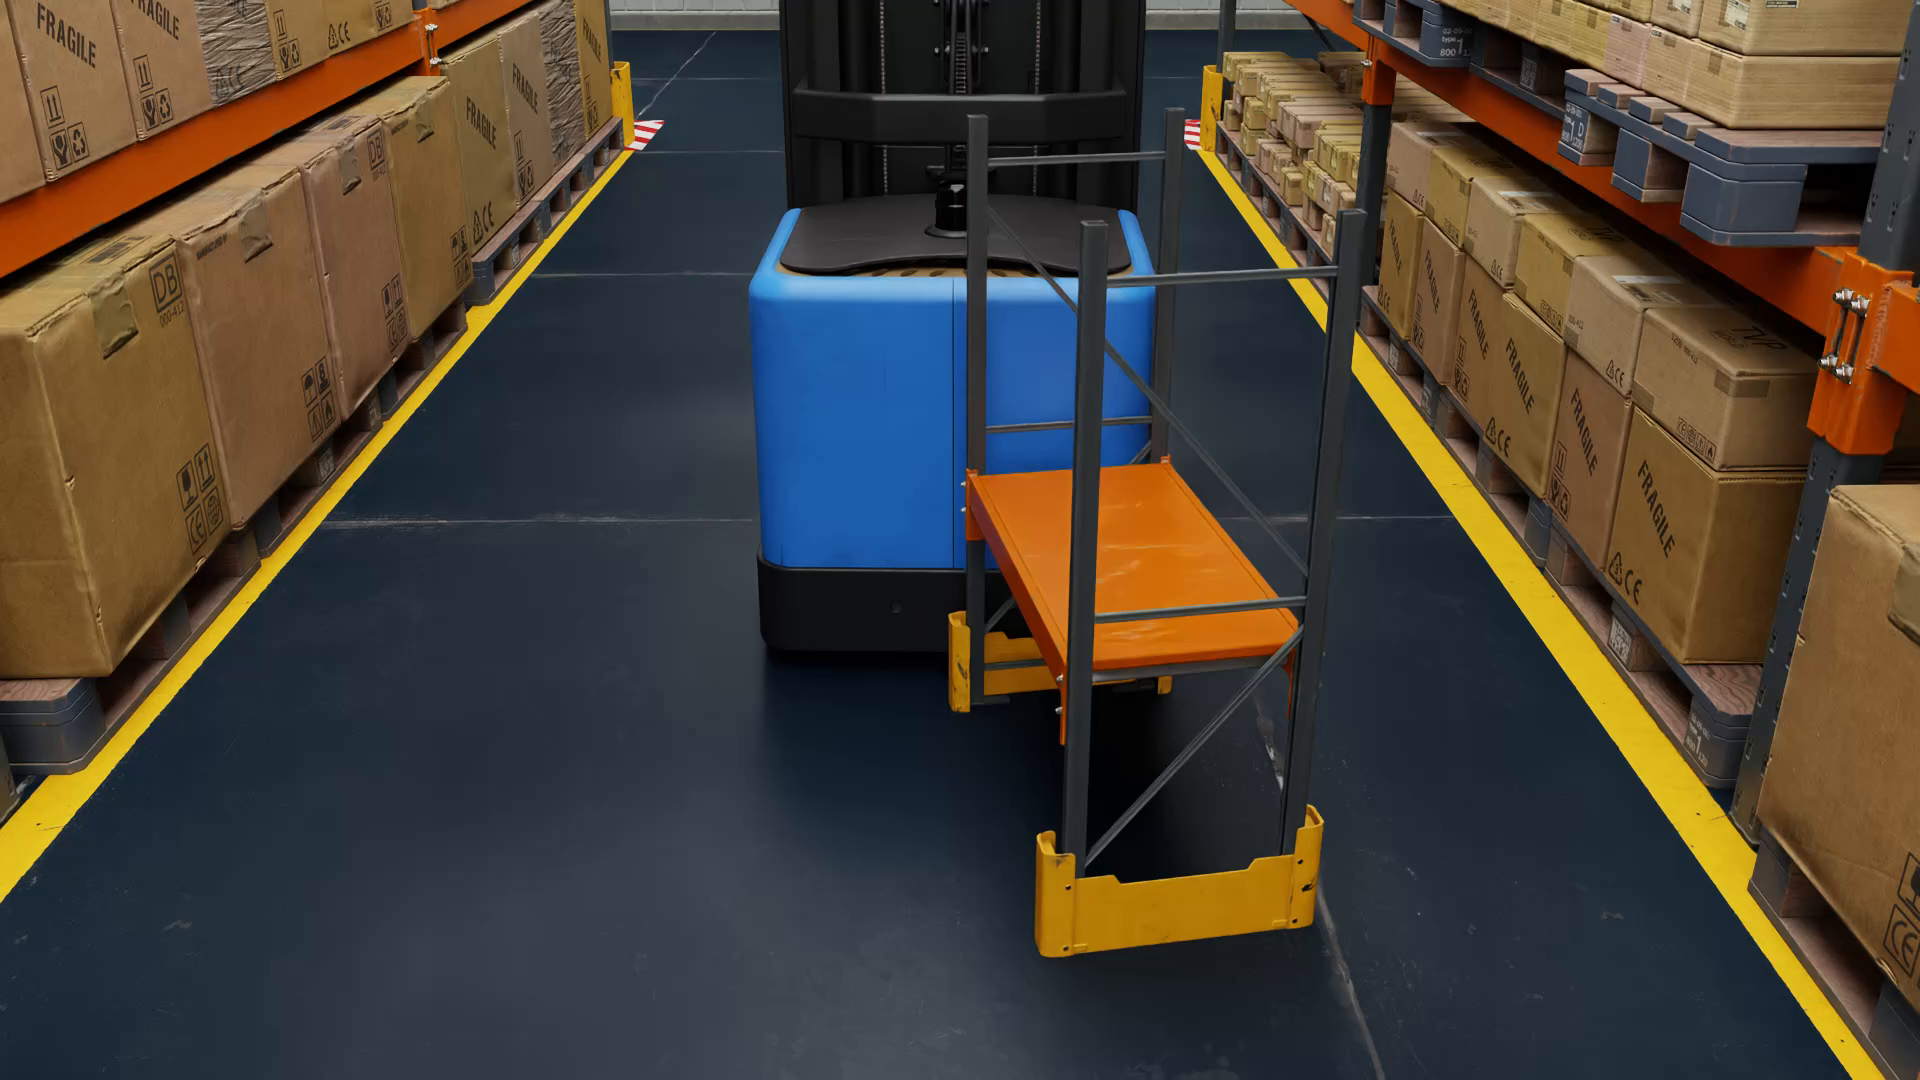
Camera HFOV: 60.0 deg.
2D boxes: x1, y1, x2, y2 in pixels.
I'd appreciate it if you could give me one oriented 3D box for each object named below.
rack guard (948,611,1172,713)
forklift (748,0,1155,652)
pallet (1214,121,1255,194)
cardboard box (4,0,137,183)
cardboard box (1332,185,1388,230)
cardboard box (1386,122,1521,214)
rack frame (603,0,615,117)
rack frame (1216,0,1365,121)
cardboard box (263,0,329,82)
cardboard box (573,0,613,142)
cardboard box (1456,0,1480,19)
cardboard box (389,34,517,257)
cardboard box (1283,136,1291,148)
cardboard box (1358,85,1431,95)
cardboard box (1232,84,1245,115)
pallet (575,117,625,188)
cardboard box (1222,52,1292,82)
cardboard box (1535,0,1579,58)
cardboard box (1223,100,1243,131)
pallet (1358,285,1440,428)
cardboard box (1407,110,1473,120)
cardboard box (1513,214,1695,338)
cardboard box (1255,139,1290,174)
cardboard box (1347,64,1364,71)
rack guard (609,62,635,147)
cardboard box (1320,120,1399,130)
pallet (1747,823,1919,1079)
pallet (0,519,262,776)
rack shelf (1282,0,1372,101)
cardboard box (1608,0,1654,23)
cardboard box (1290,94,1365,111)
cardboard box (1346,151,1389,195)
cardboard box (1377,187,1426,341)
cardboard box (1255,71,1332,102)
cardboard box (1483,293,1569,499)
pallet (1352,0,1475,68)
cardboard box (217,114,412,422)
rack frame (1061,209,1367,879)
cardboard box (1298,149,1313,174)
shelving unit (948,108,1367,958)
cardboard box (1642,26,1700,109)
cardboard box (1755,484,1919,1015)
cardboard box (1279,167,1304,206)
[{"bbox_3d":[0.263,0.293,4.298,0.587,0.250,0.087,-4,25,-10],"label":"rack guard"},{"bbox_3d":[0.012,-1.595,5.220,1.130,2.935,3.031,0,24,1],"label":"forklift"},{"bbox_3d":[2.156,-2.362,10.216,1.003,0.211,1.213,0,24,-1],"label":"pallet"},{"bbox_3d":[-2.433,-1.181,4.100,0.500,0.500,0.500,-1,24,-2],"label":"cardboard box"},{"bbox_3d":[1.904,-1.507,7.530,0.380,0.149,0.250,0,24,0],"label":"cardboard box"},{"bbox_3d":[1.970,-1.439,6.405,0.500,0.250,0.500,-1,24,-3],"label":"cardboard box"},{"bbox_3d":[-2.779,-4.018,10.494,1.000,3.000,0.127,0,24,-1],"label":"rack frame"},{"bbox_3d":[2.182,-3.999,10.451,1.000,3.000,0.127,0,24,-1],"label":"rack frame"},{"bbox_3d":[-2.446,-1.805,5.479,0.500,0.500,0.500,-1,24,-1],"label":"cardboard box"},{"bbox_3d":[-2.692,-2.978,10.263,0.875,0.875,0.875,0,24,-1],"label":"cardboard box"},{"bbox_3d":[1.790,-1.725,5.219,0.380,0.149,0.250,-1,24,-2],"label":"cardboard box"},{"bbox_3d":[-2.662,-1.865,7.803,0.875,0.875,0.875,0,24,-1],"label":"cardboard box"},{"bbox_3d":[2.005,-2.269,9.217,0.380,0.149,0.250,1,24,2],"label":"cardboard box"},{"bbox_3d":[2.406,-2.409,9.164,0.380,0.149,0.250,-1,24,-2],"label":"cardboard box"},{"bbox_3d":[1.878,-2.696,10.161,0.380,0.149,0.250,0,24,-1],"label":"cardboard box"},{"bbox_3d":[-2.692,-2.418,10.341,1.003,0.211,1.213,0,24,-1],"label":"pallet"},{"bbox_3d":[1.848,-2.945,10.349,0.380,0.149,0.250,-1,24,-3],"label":"cardboard box"},{"bbox_3d":[1.797,-1.402,4.506,0.380,0.149,0.250,-1,24,-3],"label":"cardboard box"},{"bbox_3d":[1.868,-2.674,10.472,0.380,0.149,0.250,0,24,1],"label":"cardboard box"},{"bbox_3d":[2.236,-0.759,6.672,1.003,0.211,1.213,0,24,-1],"label":"pallet"},{"bbox_3d":[2.487,-2.087,8.453,0.380,0.149,0.250,0,24,1],"label":"cardboard box"},{"bbox_3d":[1.993,-0.794,4.980,0.500,0.250,0.500,0,24,1],"label":"cardboard box"},{"bbox_3d":[1.869,-2.150,9.315,0.380,0.149,0.250,-1,24,-3],"label":"cardboard box"},{"bbox_3d":[2.516,-2.735,9.886,0.380,0.149,0.250,-1,24,-2],"label":"cardboard box"},{"bbox_3d":[-2.779,-2.889,11.031,1.175,0.500,0.348,0,24,-1],"label":"rack guard"},{"bbox_3d":[1.984,-1.974,8.203,0.380,0.149,0.250,1,24,1],"label":"cardboard box"},{"bbox_3d":[2.203,0.894,3.018,1.003,0.211,1.213,0,24,-1],"label":"pallet"},{"bbox_3d":[-2.625,0.224,4.499,1.003,0.211,1.213,0,24,-1],"label":"pallet"},{"bbox_3d":[2.204,-2.847,8.777,1.077,0.370,4.000,0,24,-1],"label":"rack shelf"},{"bbox_3d":[1.798,-1.335,3.995,0.380,0.149,0.250,0,24,1],"label":"cardboard box"},{"bbox_3d":[1.981,-2.299,8.922,0.380,0.149,0.250,0,24,0],"label":"cardboard box"},{"bbox_3d":[1.961,-1.659,7.507,0.380,0.149,0.250,0,24,1],"label":"cardboard box"},{"bbox_3d":[1.969,-1.097,6.560,0.500,0.500,0.500,1,24,1],"label":"cardboard box"},{"bbox_3d":[1.931,-2.625,9.643,0.380,0.149,0.250,-1,24,-3],"label":"cardboard box"},{"bbox_3d":[1.977,-0.456,5.143,0.500,0.500,0.500,-1,24,-3],"label":"cardboard box"},{"bbox_3d":[2.089,-1.947,6.149,1.003,0.211,1.213,0,24,-1],"label":"pallet"},{"bbox_3d":[-2.698,-0.961,5.804,1.225,0.875,0.875,-1,24,-2],"label":"cardboard box"},{"bbox_3d":[0.450,0.135,3.131,0.500,1.500,0.032,-4,25,-10],"label":"rack frame"},{"bbox_3d":[1.941,-1.937,8.482,0.380,0.149,0.250,0,24,1],"label":"cardboard box"},{"bbox_3d":[0.355,-0.074,3.595,0.587,1.500,1.083,-4,25,-10],"label":"shelving unit"},{"bbox_3d":[1.803,-1.083,3.799,0.380,0.149,0.250,0,24,-1],"label":"cardboard box"},{"bbox_3d":[2.186,0.383,2.984,1.050,0.750,0.750,-1,24,-1],"label":"cardboard box"},{"bbox_3d":[1.869,-1.829,8.605,0.380,0.149,0.250,0,24,-1],"label":"cardboard box"}]
